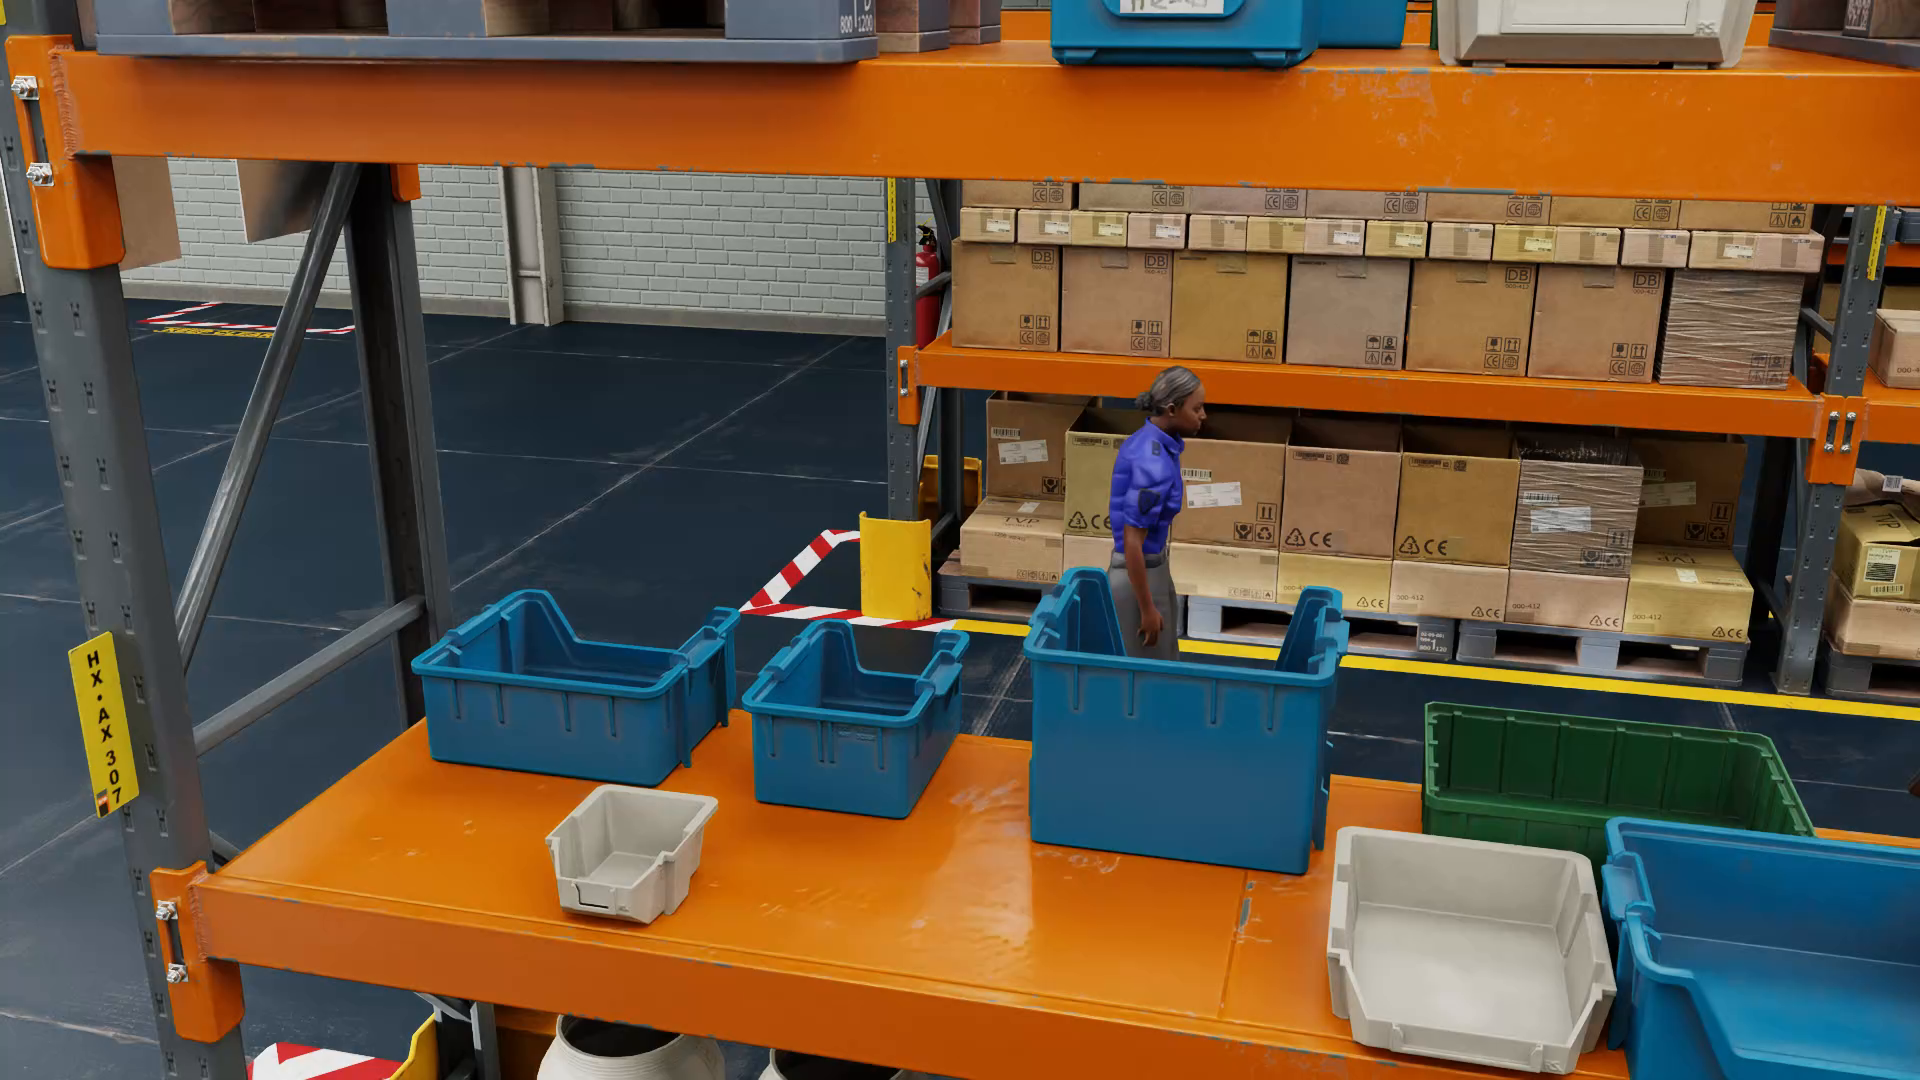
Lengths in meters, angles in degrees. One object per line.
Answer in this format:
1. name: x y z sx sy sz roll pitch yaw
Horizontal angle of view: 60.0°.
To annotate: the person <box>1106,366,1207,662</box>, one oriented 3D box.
1. person: 0.685 0.186 6.009 0.348 1.653 0.513 4 19 11
